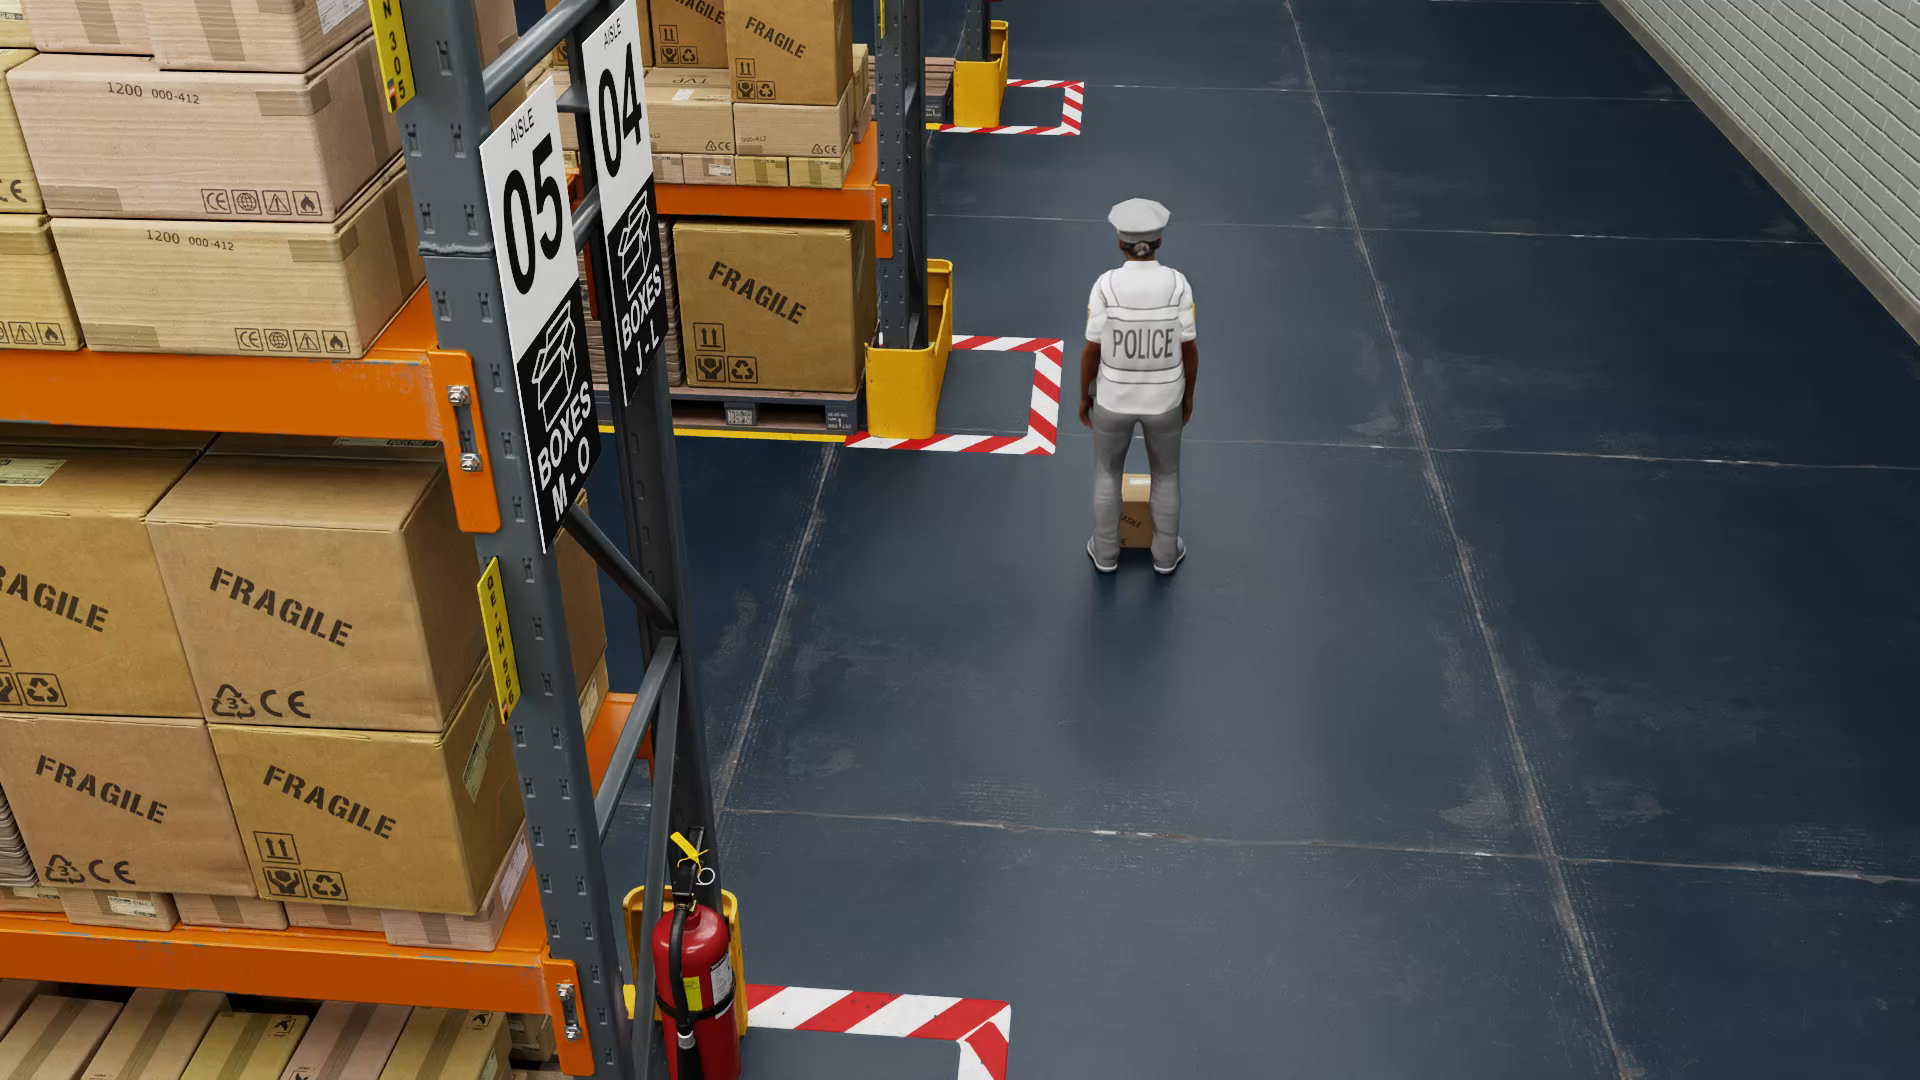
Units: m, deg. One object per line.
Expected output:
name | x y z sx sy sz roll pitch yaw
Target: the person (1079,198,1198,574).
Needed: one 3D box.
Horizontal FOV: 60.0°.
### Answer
person | 0.767 -0.605 7.101 0.525 1.658 0.395 1 32 1
